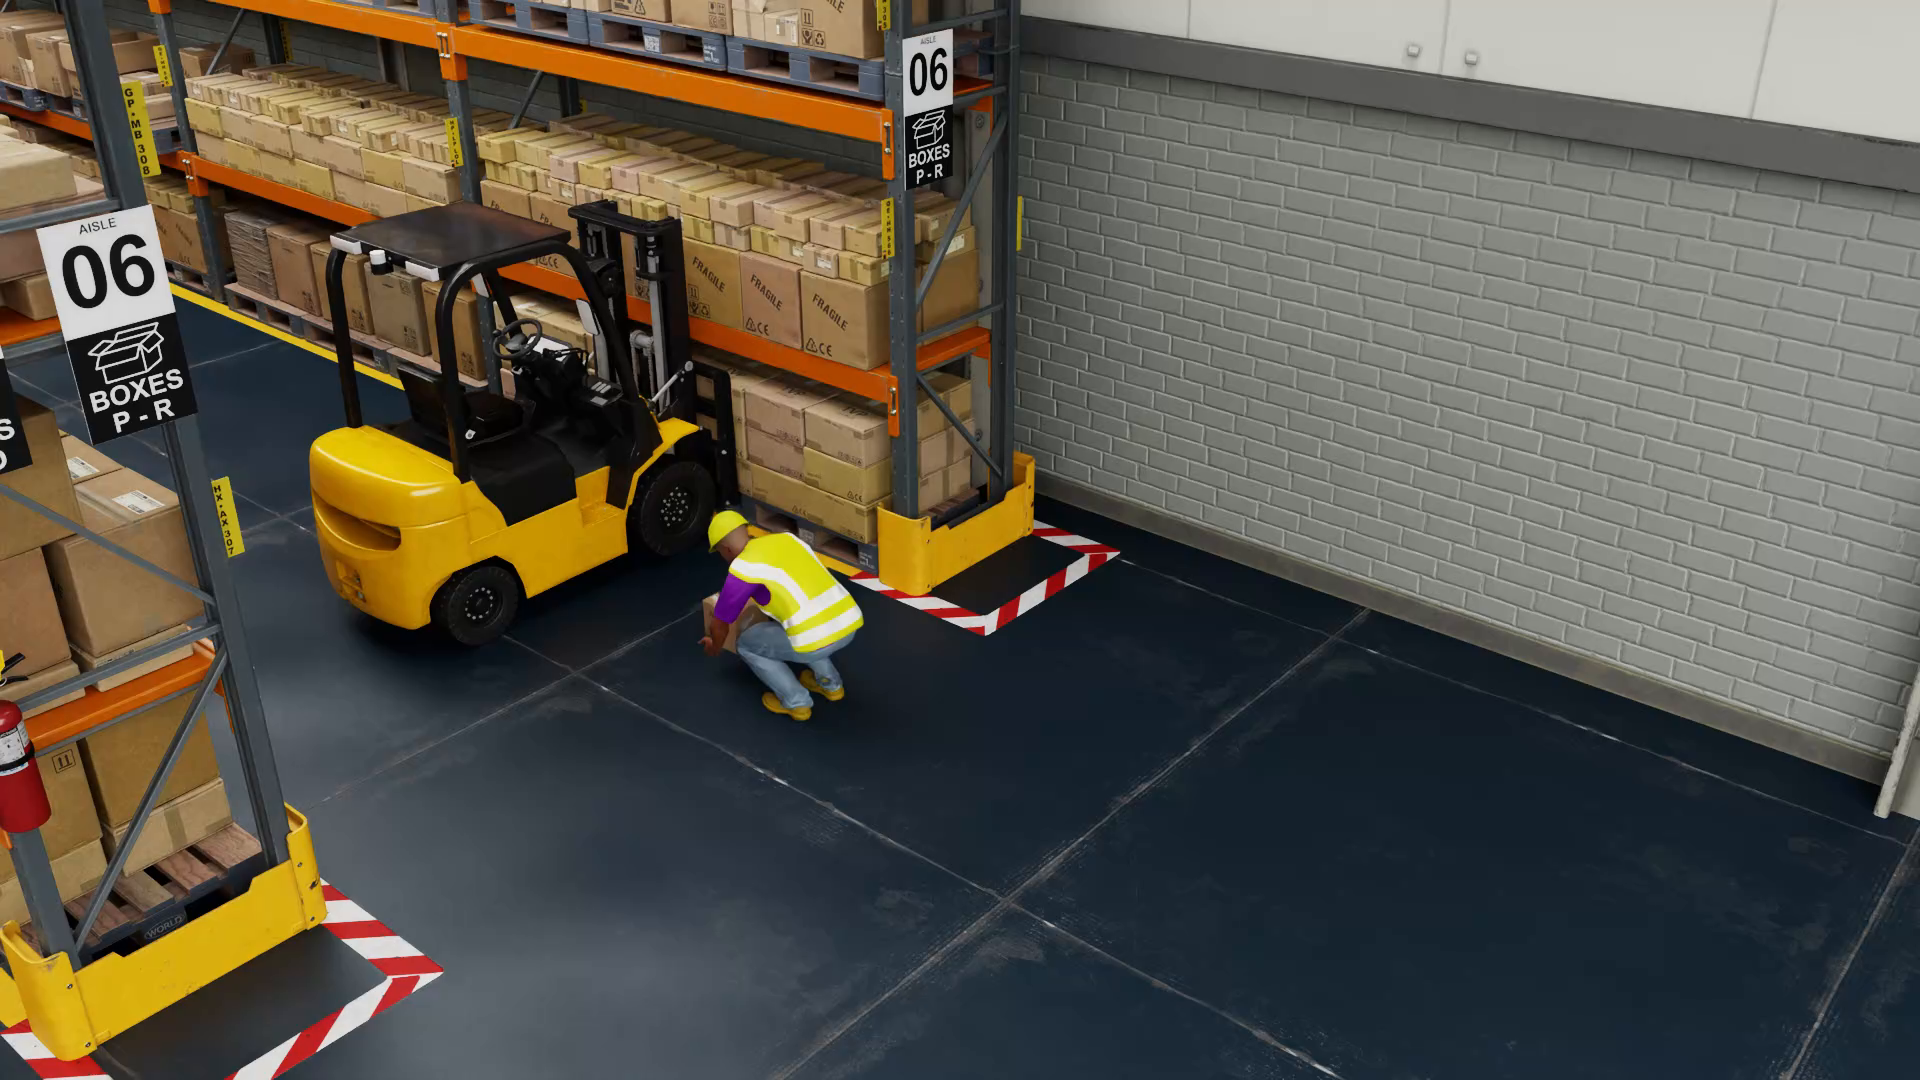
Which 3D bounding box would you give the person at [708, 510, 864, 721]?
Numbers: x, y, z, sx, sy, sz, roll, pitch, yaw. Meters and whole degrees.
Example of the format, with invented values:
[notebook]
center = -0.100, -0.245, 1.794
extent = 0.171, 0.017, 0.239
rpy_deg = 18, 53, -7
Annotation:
[person]
center = -0.937, 0.386, 8.668
extent = 0.861, 1.017, 0.520
rpy_deg = 21, 34, 34
